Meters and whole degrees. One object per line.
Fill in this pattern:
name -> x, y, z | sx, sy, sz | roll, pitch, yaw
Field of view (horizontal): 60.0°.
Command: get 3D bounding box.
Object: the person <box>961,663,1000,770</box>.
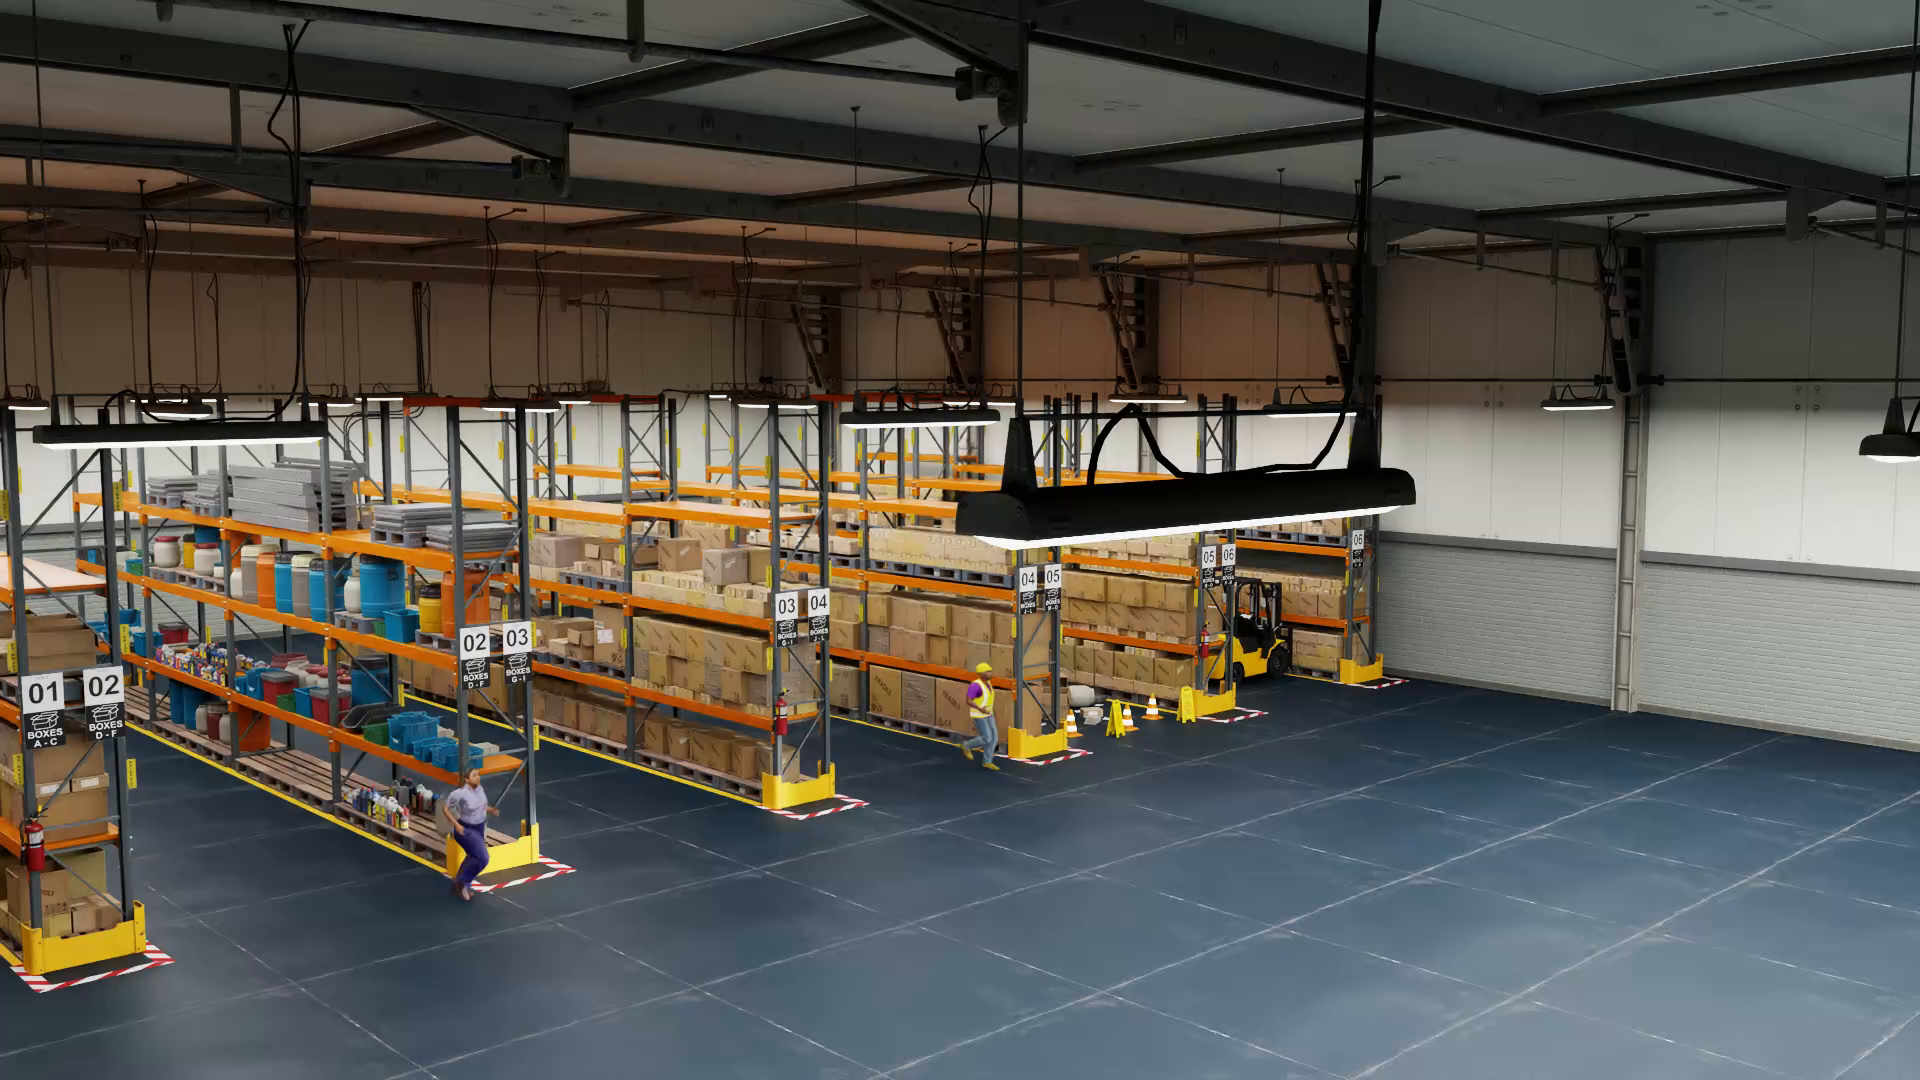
person -> 0.349, 2.866, 27.086 | 0.655, 1.748, 0.738 | 3, 6, 30

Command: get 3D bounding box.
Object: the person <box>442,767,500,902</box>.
person -> -5.924, 3.569, 20.264 | 0.631, 1.631, 0.582 | 1, 6, 14
